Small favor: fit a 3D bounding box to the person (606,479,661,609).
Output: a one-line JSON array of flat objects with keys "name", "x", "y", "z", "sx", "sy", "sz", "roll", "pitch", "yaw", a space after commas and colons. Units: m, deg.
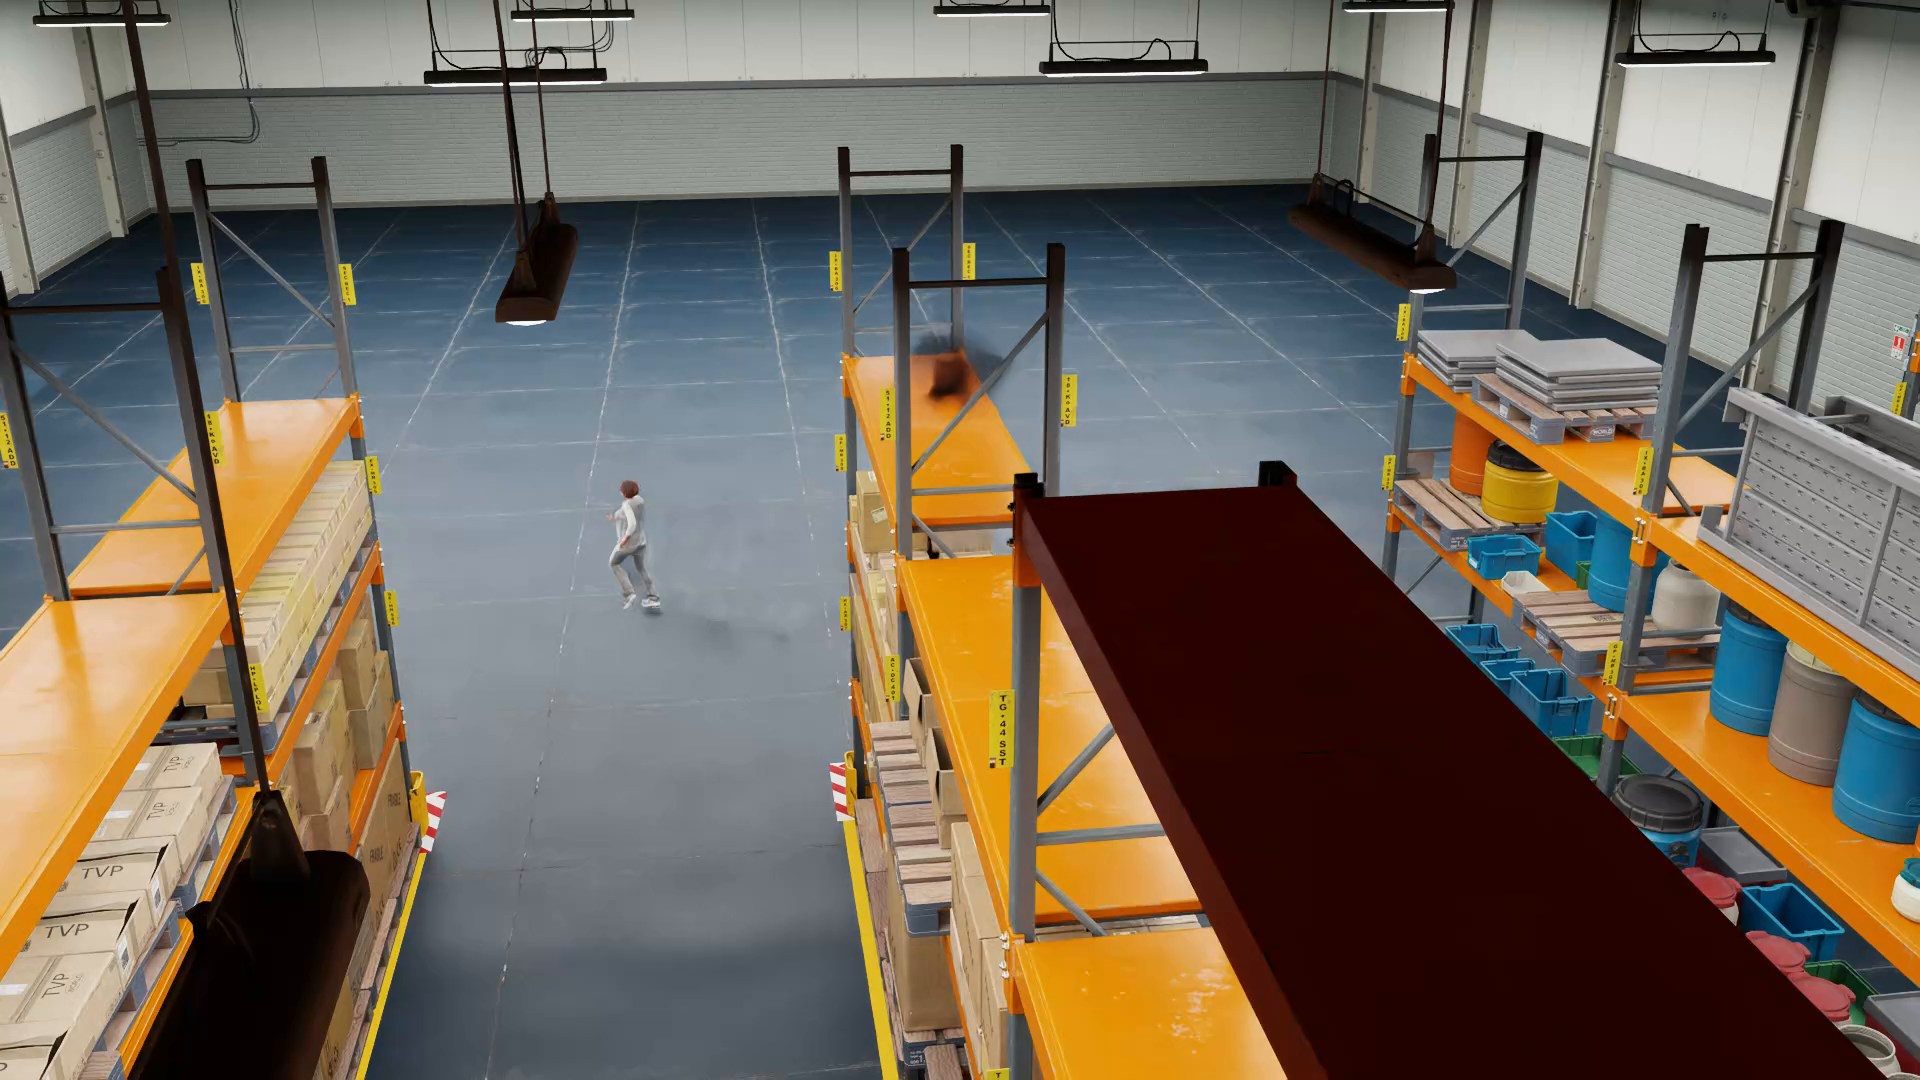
[{"name": "person", "x": -3.827, "y": 0.059, "z": 19.332, "sx": 0.672, "sy": 1.604, "sz": 0.508, "roll": 11, "pitch": 24, "yaw": 26}]
